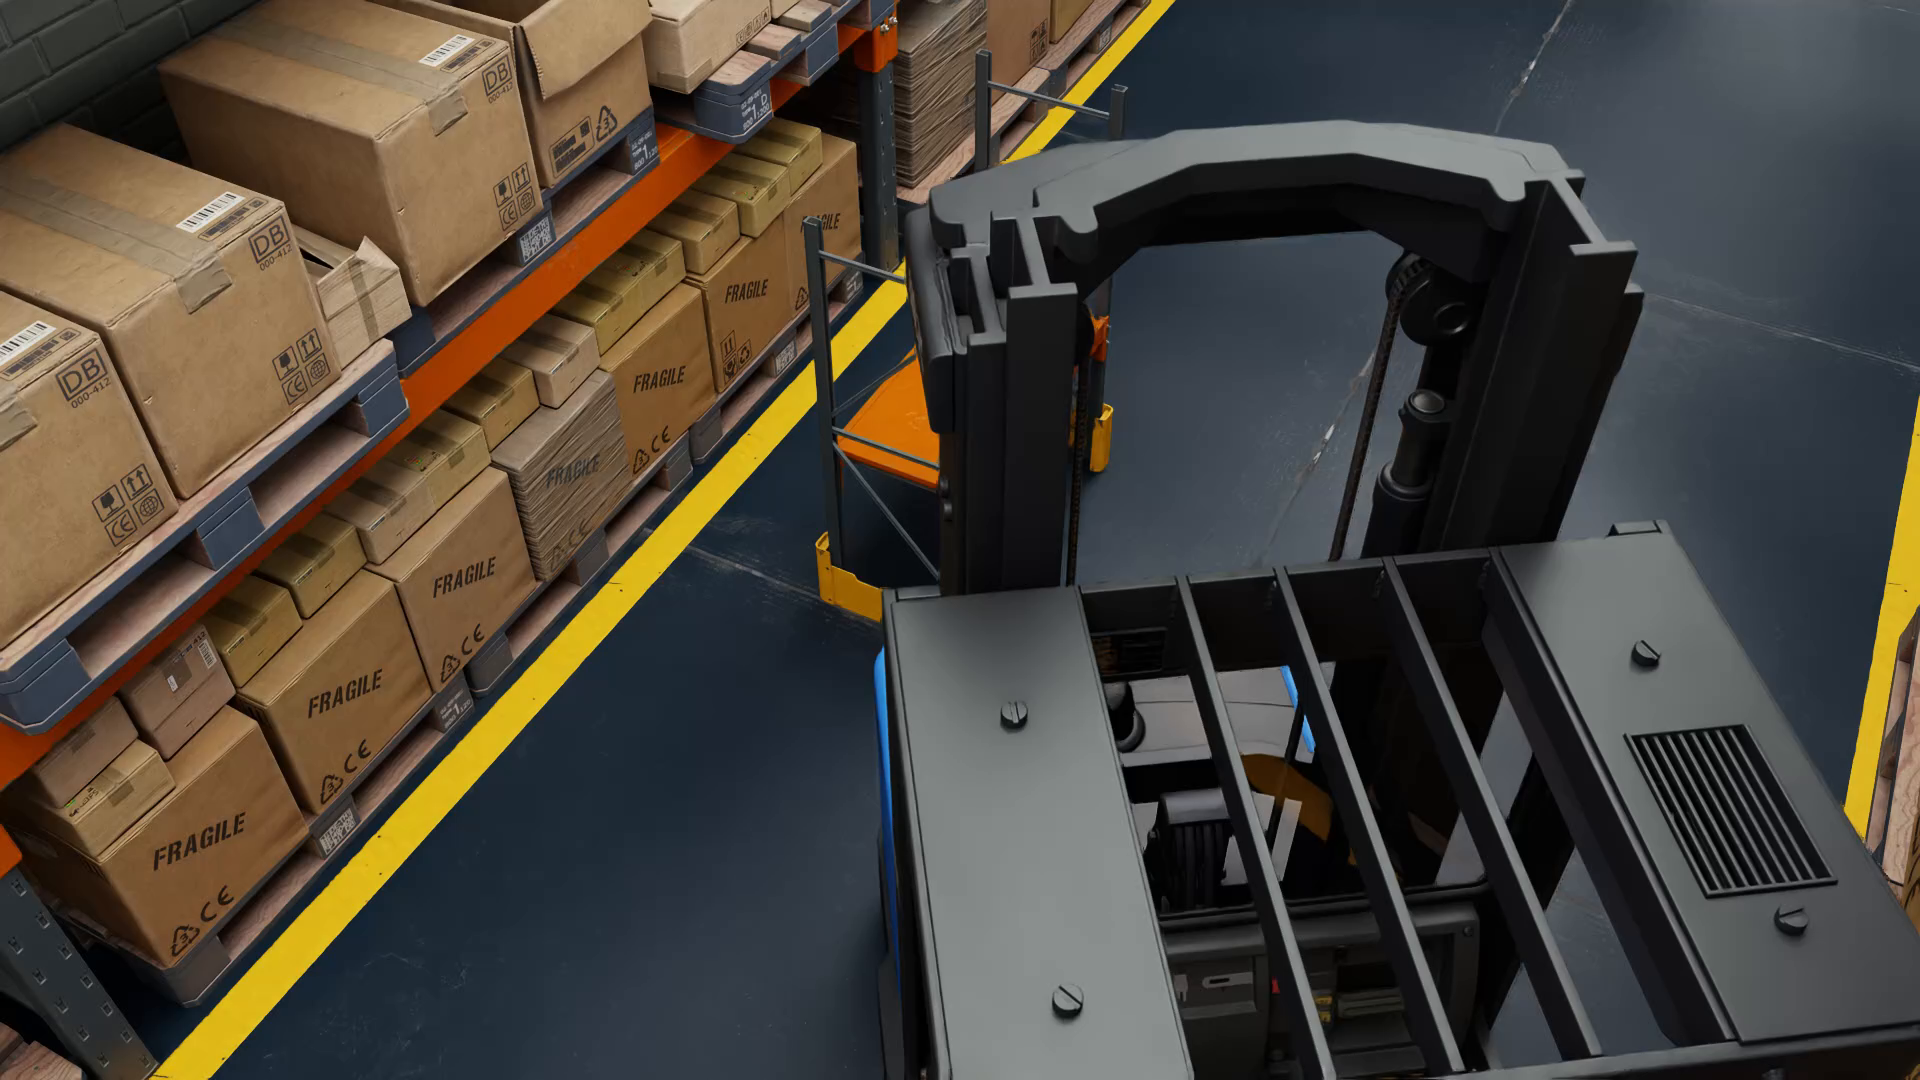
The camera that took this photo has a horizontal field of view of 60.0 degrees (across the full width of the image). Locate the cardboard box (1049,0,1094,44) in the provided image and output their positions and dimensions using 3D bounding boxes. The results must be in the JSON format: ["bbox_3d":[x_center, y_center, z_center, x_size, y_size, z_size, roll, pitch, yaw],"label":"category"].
[{"bbox_3d":[0.190,-2.854,7.837,0.875,0.625,0.625,19,48,17],"label":"cardboard box"}]

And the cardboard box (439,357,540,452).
[{"bbox_3d":[-1.525,-0.453,5.095,0.380,0.149,0.250,21,49,19],"label":"cardboard box"}]

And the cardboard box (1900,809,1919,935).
[{"bbox_3d":[2.866,0.889,3.961,0.875,0.875,0.875,21,49,20],"label":"cardboard box"}]

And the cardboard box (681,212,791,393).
[{"bbox_3d":[-0.968,-0.934,6.027,0.500,0.500,0.500,20,49,18],"label":"cardboard box"}]

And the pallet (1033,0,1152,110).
[{"bbox_3d":[0.264,-2.606,8.177,1.003,0.211,1.213,20,49,19],"label":"pallet"}]

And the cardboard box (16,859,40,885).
[{"bbox_3d":[-2.611,0.529,4.580,0.500,0.500,0.500,20,49,19],"label":"cardboard box"}]

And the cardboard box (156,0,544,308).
[{"bbox_3d":[-1.550,-1.029,4.293,0.700,0.500,0.500,20,49,19],"label":"cardboard box"}]

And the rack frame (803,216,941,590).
[{"bbox_3d":[-0.196,-0.261,4.953,0.500,1.500,0.032,20,49,19],"label":"rack frame"}]

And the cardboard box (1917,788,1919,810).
[{"bbox_3d":[3.283,0.329,4.515,0.875,0.875,0.875,20,49,19],"label":"cardboard box"}]

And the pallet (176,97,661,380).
[{"bbox_3d":[-1.619,-1.021,4.785,1.003,0.211,1.213,20,49,19],"label":"pallet"}]

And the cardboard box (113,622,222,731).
[{"bbox_3d":[-2.097,0.286,4.155,0.380,0.149,0.250,18,48,17],"label":"cardboard box"}]

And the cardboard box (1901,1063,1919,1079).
[{"bbox_3d":[2.450,1.452,3.404,0.875,0.875,0.875,22,49,20],"label":"cardboard box"}]

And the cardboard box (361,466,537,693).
[{"bbox_3d":[-1.679,0.054,5.050,0.500,0.500,0.500,19,48,18],"label":"cardboard box"}]

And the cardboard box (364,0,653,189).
[{"bbox_3d":[-1.314,-1.409,4.666,0.797,0.503,0.637,19,48,18],"label":"cardboard box"}]

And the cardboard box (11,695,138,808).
[{"bbox_3d":[-2.229,0.445,3.998,0.380,0.149,0.250,20,49,18],"label":"cardboard box"}]

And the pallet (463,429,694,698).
[{"bbox_3d":[-1.668,-0.111,5.711,1.003,0.211,1.213,20,49,19],"label":"pallet"}]

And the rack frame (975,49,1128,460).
[{"bbox_3d":[0.276,-0.901,5.586,0.500,1.500,0.032,20,49,19],"label":"rack frame"}]

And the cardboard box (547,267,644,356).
[{"bbox_3d":[-1.264,-0.775,5.413,0.380,0.149,0.250,20,49,18],"label":"cardboard box"}]

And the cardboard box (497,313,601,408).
[{"bbox_3d":[-1.366,-0.591,5.231,0.380,0.149,0.250,18,48,17],"label":"cardboard box"}]

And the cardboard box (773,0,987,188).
[{"bbox_3d":[-0.419,-2.016,7.008,0.875,0.625,0.625,22,49,20],"label":"cardboard box"}]

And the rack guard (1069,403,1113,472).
[{"bbox_3d":[0.267,-0.450,6.019,0.587,0.250,0.087,20,49,19],"label":"rack guard"}]

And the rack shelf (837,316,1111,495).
[{"bbox_3d":[0.040,-0.455,5.398,0.538,0.185,1.000,20,49,19],"label":"rack shelf"}]

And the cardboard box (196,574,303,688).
[{"bbox_3d":[-2.006,0.205,4.445,0.380,0.149,0.250,18,48,17],"label":"cardboard box"}]

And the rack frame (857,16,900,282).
[{"bbox_3d":[-0.721,-2.315,5.929,1.000,3.000,0.127,20,49,19],"label":"rack frame"}]

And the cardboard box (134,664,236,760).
[{"bbox_3d":[-2.115,0.370,4.281,0.380,0.149,0.250,19,48,18],"label":"cardboard box"}]

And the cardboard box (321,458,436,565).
[{"bbox_3d":[-1.742,-0.118,4.763,0.380,0.149,0.250,20,49,19],"label":"cardboard box"}]

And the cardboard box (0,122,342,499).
[{"bbox_3d":[-1.914,-0.535,3.804,0.700,0.500,0.500,21,49,19],"label":"cardboard box"}]

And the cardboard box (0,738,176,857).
[{"bbox_3d":[-2.175,0.570,4.084,0.380,0.149,0.250,23,50,21],"label":"cardboard box"}]

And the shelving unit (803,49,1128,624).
[{"bbox_3d":[0.035,-0.575,5.264,0.587,1.500,1.083,20,49,19],"label":"shelving unit"}]

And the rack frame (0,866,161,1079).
[{"bbox_3d":[-2.577,0.205,3.438,1.000,3.000,0.127,20,49,19],"label":"rack frame"}]

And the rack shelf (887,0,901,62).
[{"bbox_3d":[0.208,-3.322,7.430,1.077,0.370,4.000,20,49,19],"label":"rack shelf"}]

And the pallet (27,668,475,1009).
[{"bbox_3d":[-2.233,0.661,4.949,1.003,0.211,1.213,20,49,19],"label":"pallet"}]

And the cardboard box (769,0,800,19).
[{"bbox_3d":[-0.686,-1.834,5.335,0.380,0.149,0.250,21,49,20],"label":"cardboard box"}]

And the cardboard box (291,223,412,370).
[{"bbox_3d":[-1.593,-0.644,4.077,0.396,0.266,0.258,23,50,21],"label":"cardboard box"}]

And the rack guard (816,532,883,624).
[{"bbox_3d":[-0.196,0.178,5.398,0.587,0.250,0.087,20,49,19],"label":"rack guard"}]

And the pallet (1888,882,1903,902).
[{"bbox_3d":[2.677,1.539,4.080,1.003,0.211,1.213,20,49,19],"label":"pallet"}]

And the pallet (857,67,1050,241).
[{"bbox_3d":[-0.304,-1.840,7.420,1.003,0.211,1.213,20,49,19],"label":"pallet"}]

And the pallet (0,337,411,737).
[{"bbox_3d":[-2.110,-0.195,3.968,1.003,0.211,1.213,20,49,19],"label":"pallet"}]

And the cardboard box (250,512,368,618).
[{"bbox_3d":[-1.891,0.027,4.620,0.380,0.149,0.250,20,49,18],"label":"cardboard box"}]

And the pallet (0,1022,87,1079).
[{"bbox_3d":[-2.897,1.618,4.003,1.003,0.211,1.213,20,49,19],"label":"pallet"}]

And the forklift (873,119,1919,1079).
[{"bbox_3d":[0.471,0.955,2.745,1.130,2.935,3.031,-5,46,-5],"label":"forklift"}]

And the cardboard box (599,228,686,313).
[{"bbox_3d":[-1.149,-0.932,5.568,0.380,0.149,0.250,22,49,20],"label":"cardboard box"}]

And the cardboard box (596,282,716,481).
[{"bbox_3d":[-1.209,-0.604,5.700,0.500,0.500,0.500,22,49,21],"label":"cardboard box"}]

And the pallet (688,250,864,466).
[{"bbox_3d":[-1.101,-0.877,6.468,1.003,0.211,1.213,20,49,19],"label":"pallet"}]

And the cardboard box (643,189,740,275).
[{"bbox_3d":[-0.986,-1.083,5.718,0.380,0.149,0.250,19,48,18],"label":"cardboard box"}]

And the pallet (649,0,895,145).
[{"bbox_3d":[-0.973,-1.797,5.552,1.213,0.211,1.003,20,49,19],"label":"pallet"}]

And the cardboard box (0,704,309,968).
[{"bbox_3d":[-2.153,0.706,4.406,0.500,0.500,0.500,22,49,21],"label":"cardboard box"}]

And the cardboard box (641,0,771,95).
[{"bbox_3d":[-0.924,-1.638,5.070,0.500,0.250,0.500,18,48,17],"label":"cardboard box"}]

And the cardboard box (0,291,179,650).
[{"bbox_3d":[-2.155,-0.209,3.482,0.700,0.500,0.500,22,49,20],"label":"cardboard box"}]

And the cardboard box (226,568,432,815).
[{"bbox_3d":[-1.915,0.367,4.740,0.500,0.500,0.500,20,49,19],"label":"cardboard box"}]

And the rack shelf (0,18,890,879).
[{"bbox_3d":[-1.649,-0.802,4.939,1.077,0.370,4.000,20,49,19],"label":"rack shelf"}]

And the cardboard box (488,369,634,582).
[{"bbox_3d":[-1.433,-0.271,5.371,0.500,0.500,0.500,19,48,18],"label":"cardboard box"}]

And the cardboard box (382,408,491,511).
[{"bbox_3d":[-1.625,-0.273,4.917,0.380,0.149,0.250,22,49,20],"label":"cardboard box"}]

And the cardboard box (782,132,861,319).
[{"bbox_3d":[-0.726,-1.246,6.335,0.500,0.500,0.500,22,49,20],"label":"cardboard box"}]

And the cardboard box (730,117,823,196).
[{"bbox_3d":[-0.725,-1.417,6.048,0.380,0.149,0.250,18,48,17],"label":"cardboard box"}]

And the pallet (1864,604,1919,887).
[{"bbox_3d":[3.245,0.774,4.837,1.003,0.211,1.213,20,49,19],"label":"pallet"}]

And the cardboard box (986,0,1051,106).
[{"bbox_3d":[-0.122,-2.430,7.417,0.875,0.625,0.625,22,49,20],"label":"cardboard box"}]

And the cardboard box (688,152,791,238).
[{"bbox_3d":[-0.825,-1.235,5.868,0.380,0.149,0.250,18,48,17],"label":"cardboard box"}]
